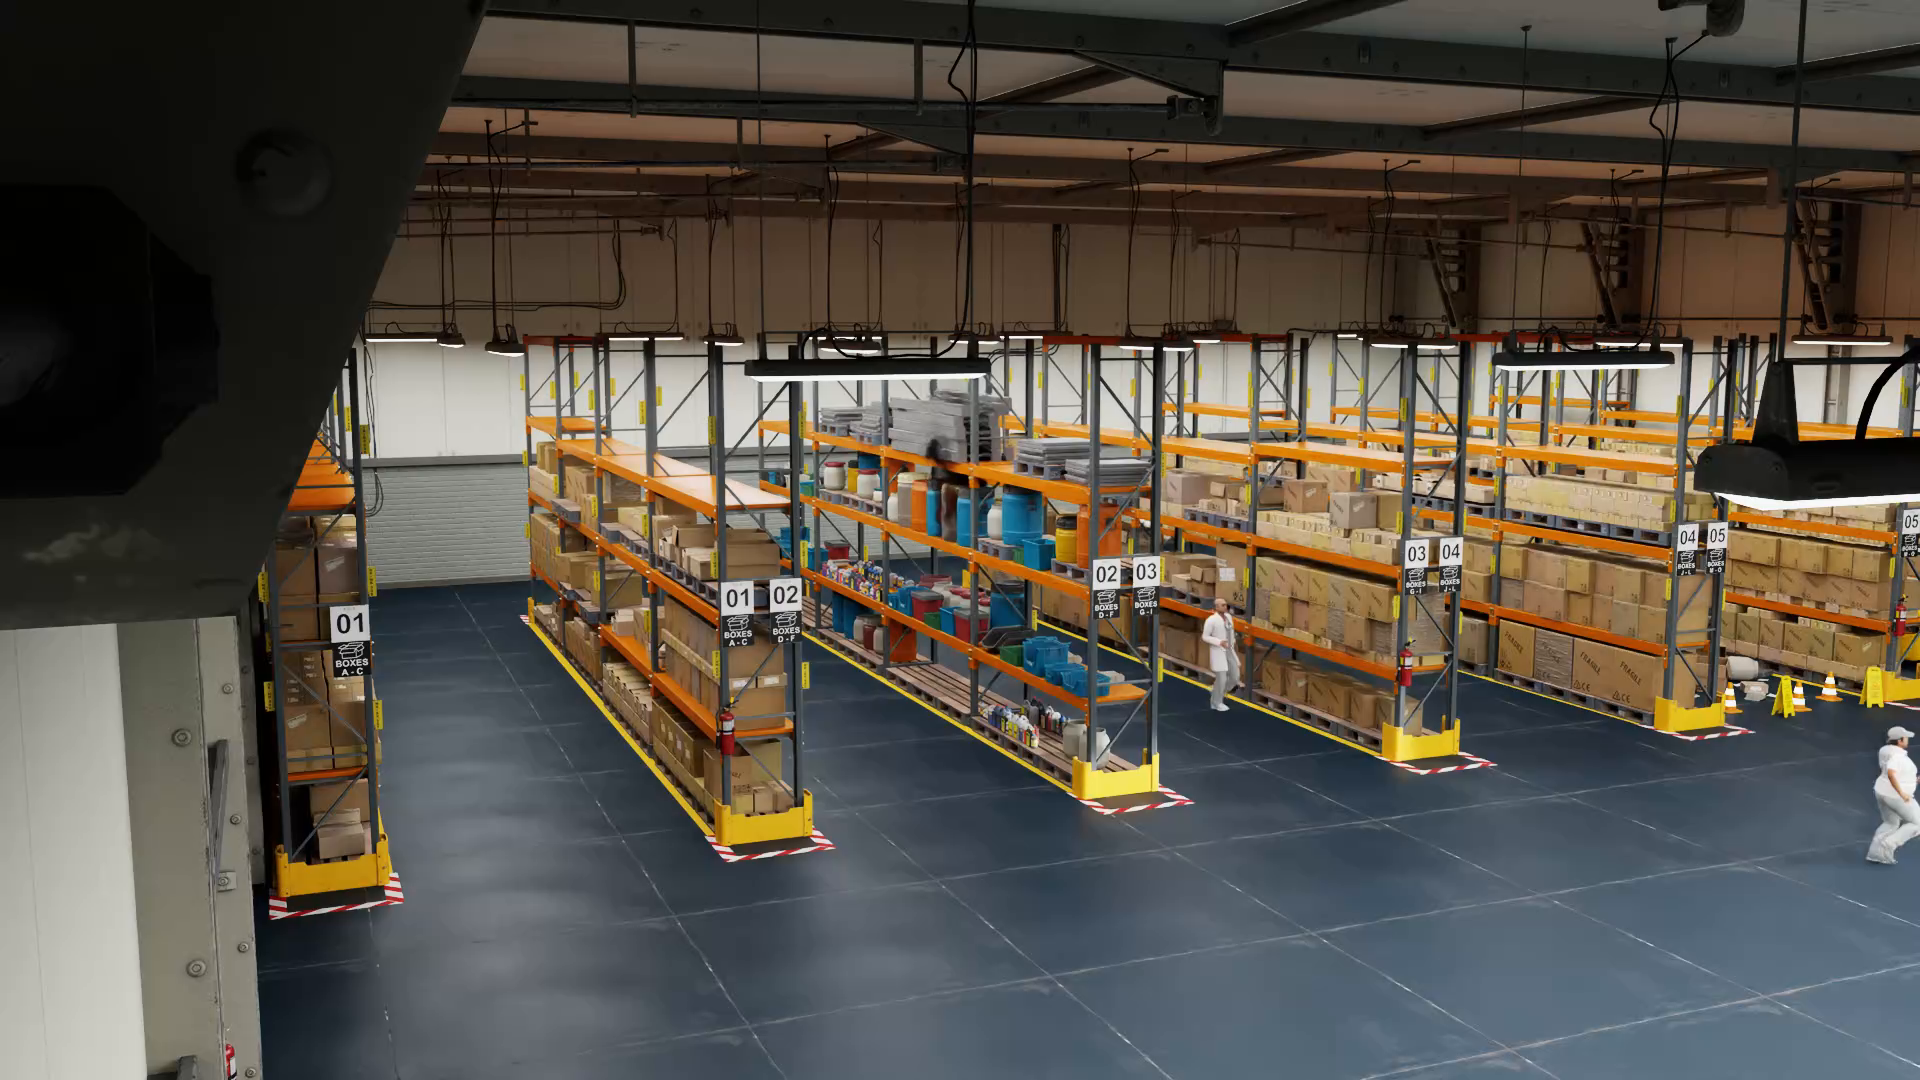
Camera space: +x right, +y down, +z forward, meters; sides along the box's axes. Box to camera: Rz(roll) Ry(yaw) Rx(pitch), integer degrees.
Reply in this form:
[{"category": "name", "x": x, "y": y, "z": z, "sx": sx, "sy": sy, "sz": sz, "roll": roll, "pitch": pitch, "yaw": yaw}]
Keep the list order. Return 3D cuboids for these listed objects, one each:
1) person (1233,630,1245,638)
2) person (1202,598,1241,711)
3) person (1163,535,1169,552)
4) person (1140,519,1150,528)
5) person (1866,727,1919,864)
[{"category": "person", "x": 5.374, "y": 1.321, "z": 31.900, "sx": 0.575, "sy": 1.557, "sz": 0.678, "roll": -3, "pitch": 8, "yaw": -21}, {"category": "person", "x": 4.076, "y": 1.784, "z": 25.633, "sx": 0.703, "sy": 1.770, "sz": 0.616, "roll": -5, "pitch": 9, "yaw": -34}, {"category": "person", "x": 5.077, "y": -0.045, "z": 41.840, "sx": 0.752, "sy": 1.619, "sz": 0.683, "roll": 2, "pitch": 8, "yaw": 12}, {"category": "person", "x": 4.533, "y": 0.041, "z": 41.344, "sx": 0.714, "sy": 1.672, "sz": 0.616, "roll": -5, "pitch": 9, "yaw": -35}, {"category": "person", "x": 10.893, "y": 2.967, "z": 19.280, "sx": 0.575, "sy": 1.629, "sz": 0.592, "roll": 0, "pitch": 8, "yaw": 2}]
